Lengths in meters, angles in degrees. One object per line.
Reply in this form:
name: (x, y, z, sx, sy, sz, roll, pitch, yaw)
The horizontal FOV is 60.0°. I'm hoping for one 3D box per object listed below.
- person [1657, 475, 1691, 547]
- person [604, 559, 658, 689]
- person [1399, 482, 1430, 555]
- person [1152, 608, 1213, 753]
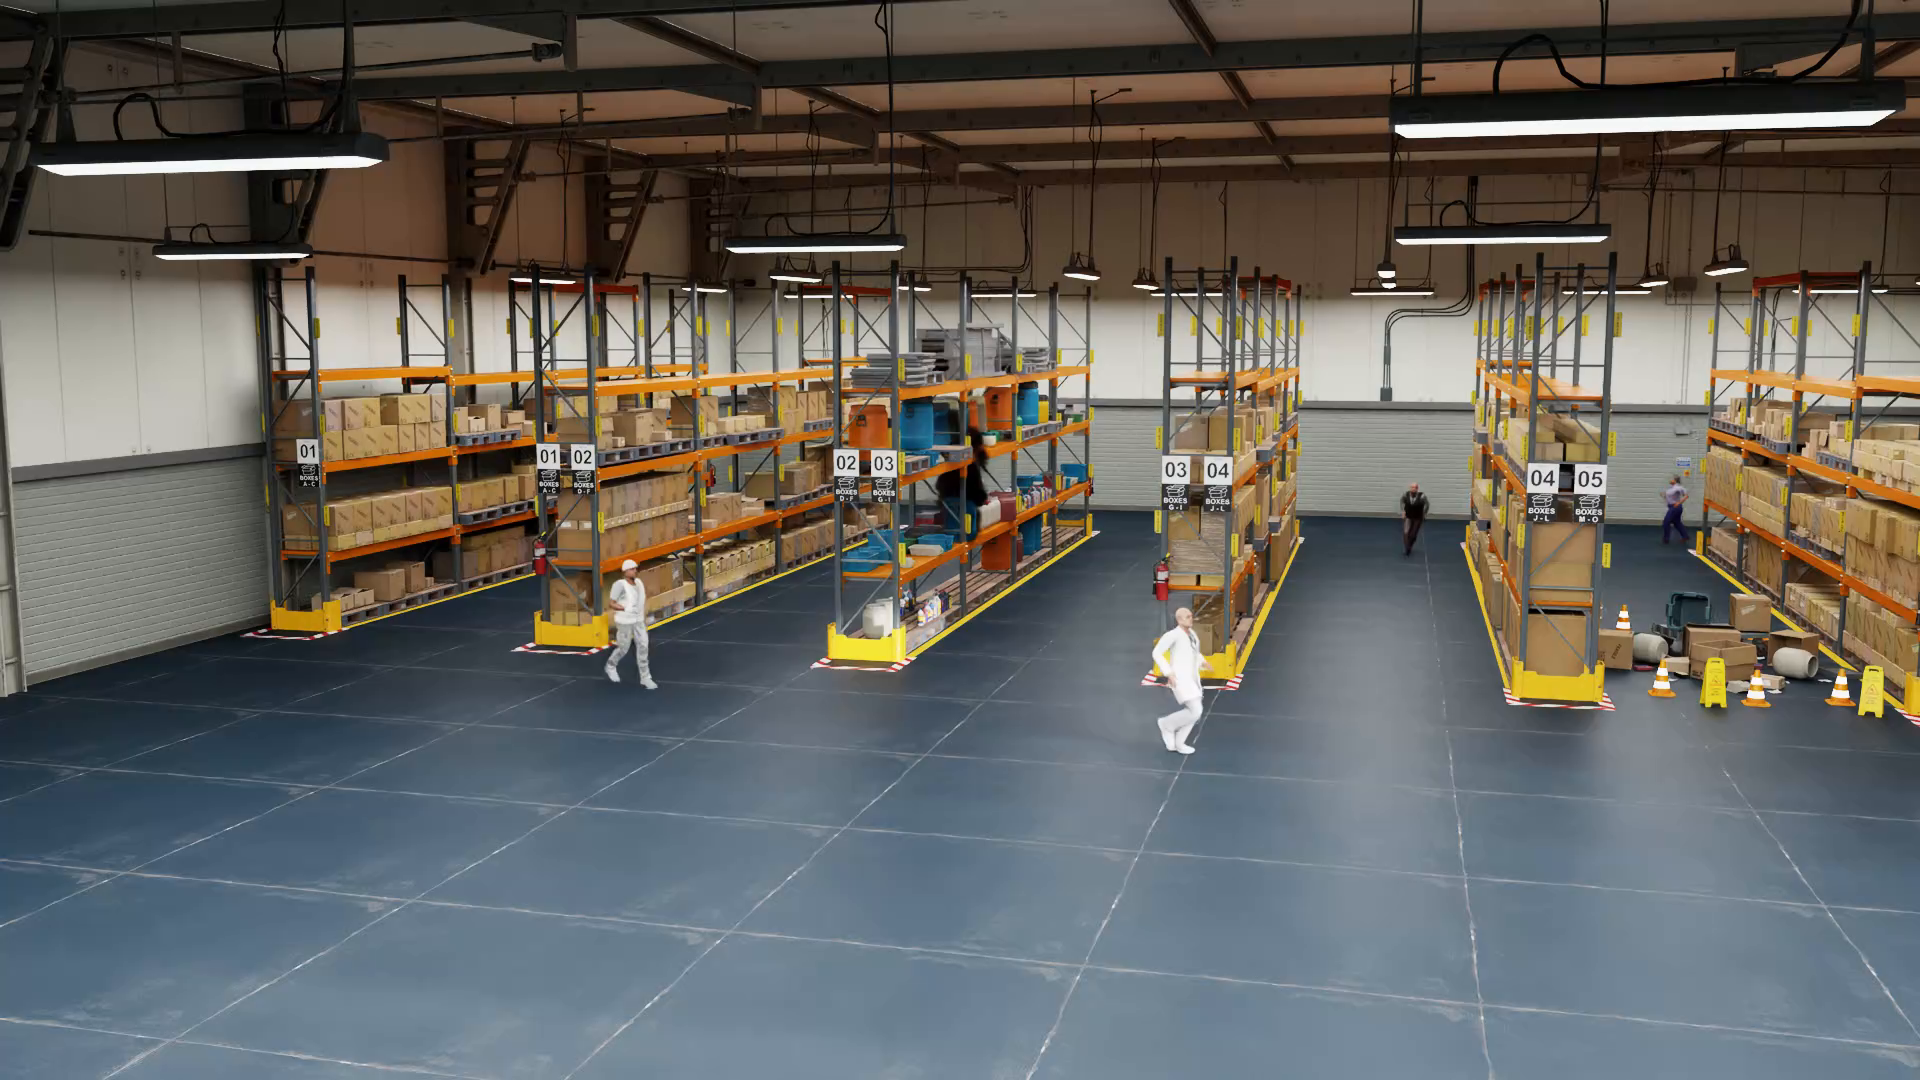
person: (16.500, -0.655, 38.301, 0.753, 1.710, 0.604, 2, 7, 13)
person: (-4.637, 1.150, 23.254, 0.899, 1.765, 0.659, 6, 9, 38)
person: (10.131, -0.489, 37.076, 0.655, 1.649, 0.827, 3, 8, 22)
person: (2.673, 1.665, 19.587, 0.625, 1.735, 0.703, 6, 9, 39)
